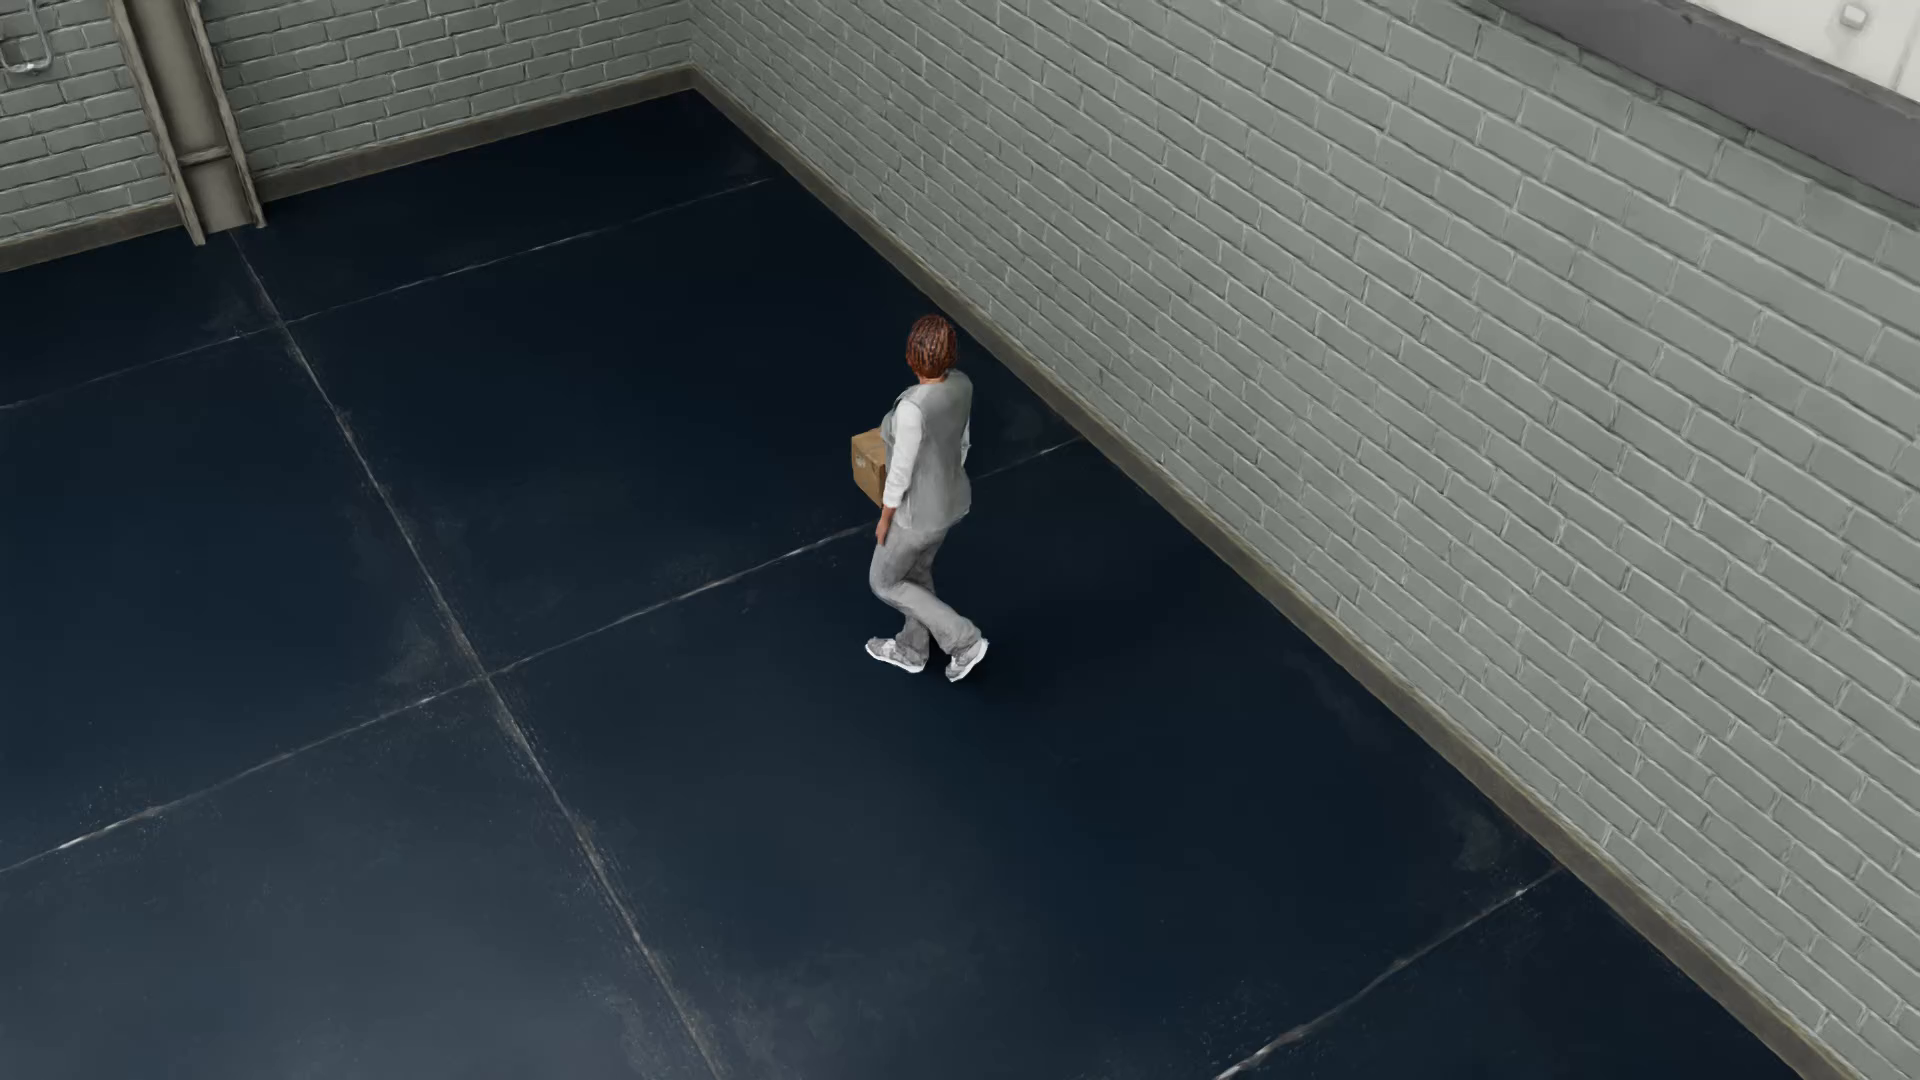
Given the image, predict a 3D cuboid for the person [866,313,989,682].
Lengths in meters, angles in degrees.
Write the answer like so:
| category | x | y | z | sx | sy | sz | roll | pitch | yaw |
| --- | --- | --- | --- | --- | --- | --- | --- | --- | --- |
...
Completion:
| category | x | y | z | sx | sy | sz | roll | pitch | yaw |
| --- | --- | --- | --- | --- | --- | --- | --- | --- | --- |
| person | -0.085 | -0.100 | 6.297 | 0.576 | 1.563 | 0.464 | 22 | 46 | 23 |
